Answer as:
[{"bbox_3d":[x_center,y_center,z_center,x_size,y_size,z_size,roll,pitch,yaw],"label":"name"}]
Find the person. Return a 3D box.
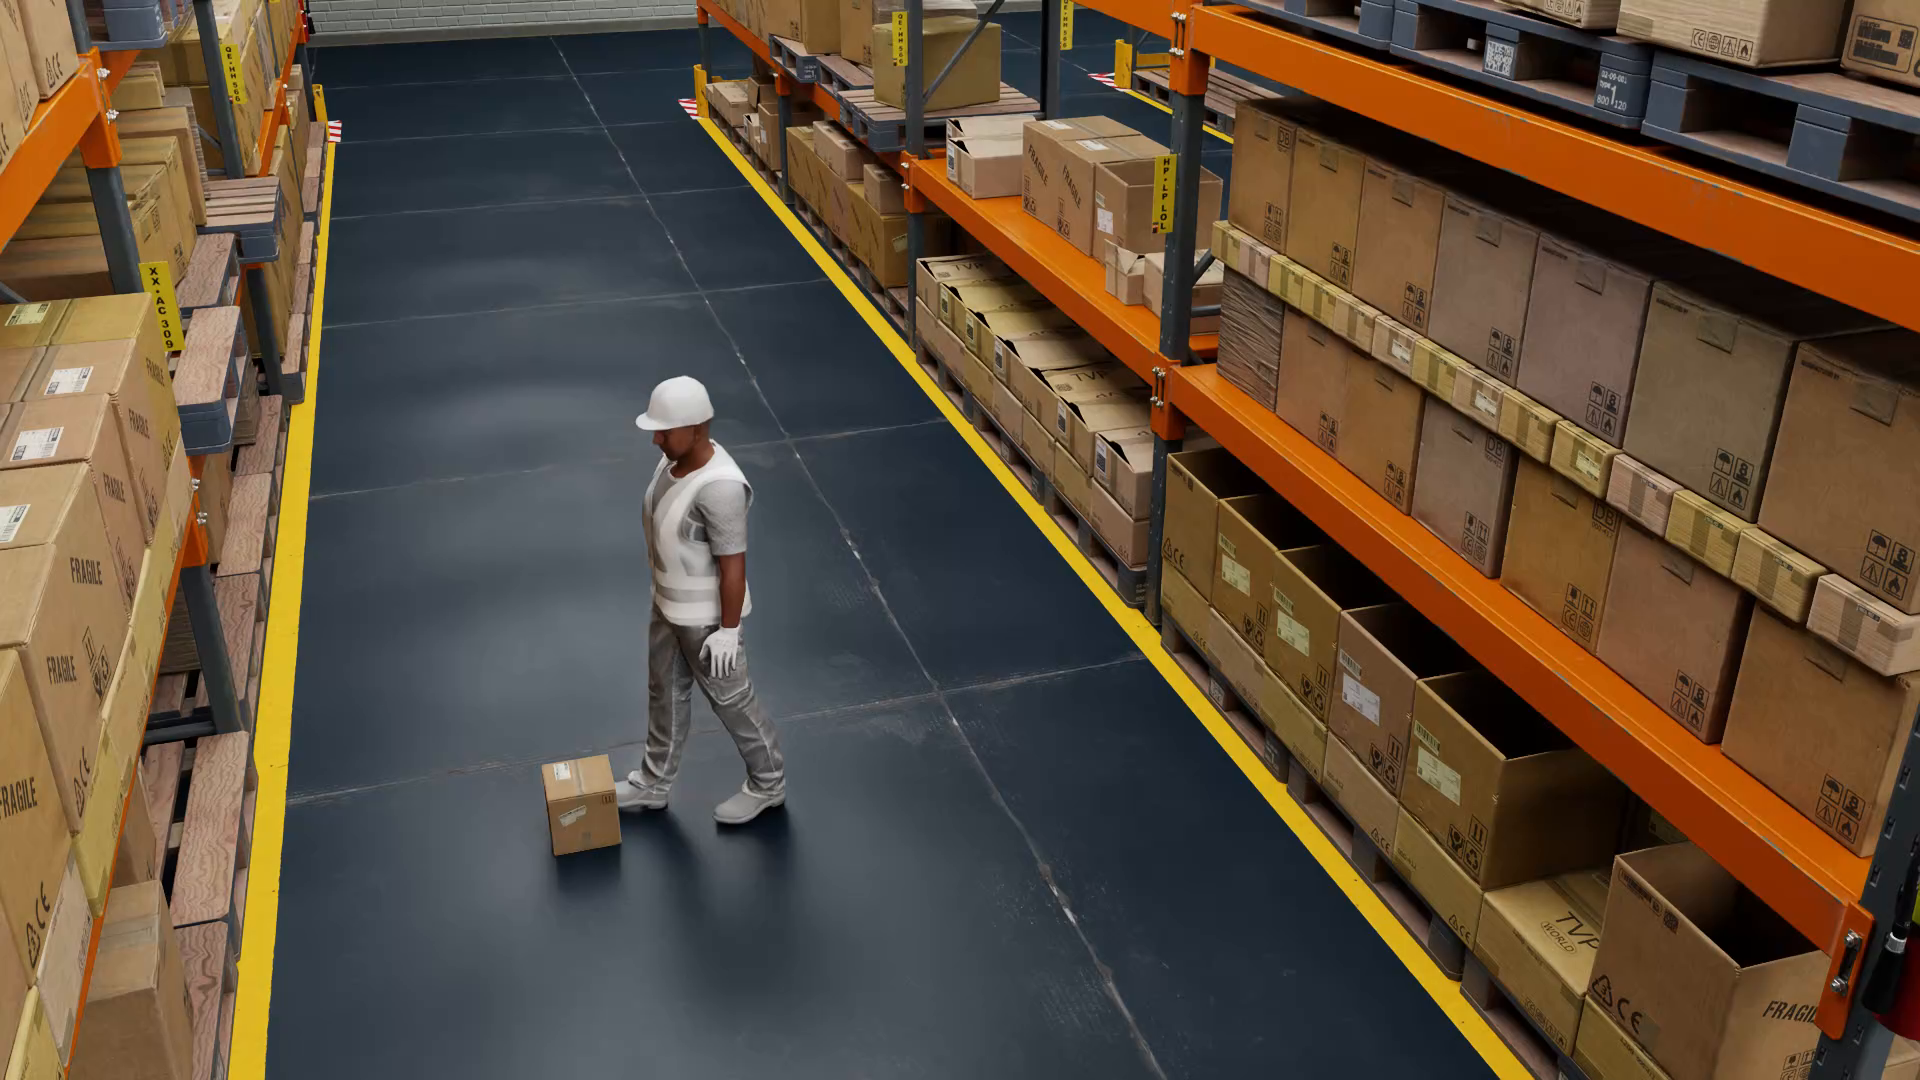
[{"bbox_3d":[-1.040,0.258,6.054,0.712,1.778,0.592,-12,28,-23],"label":"person"}]
